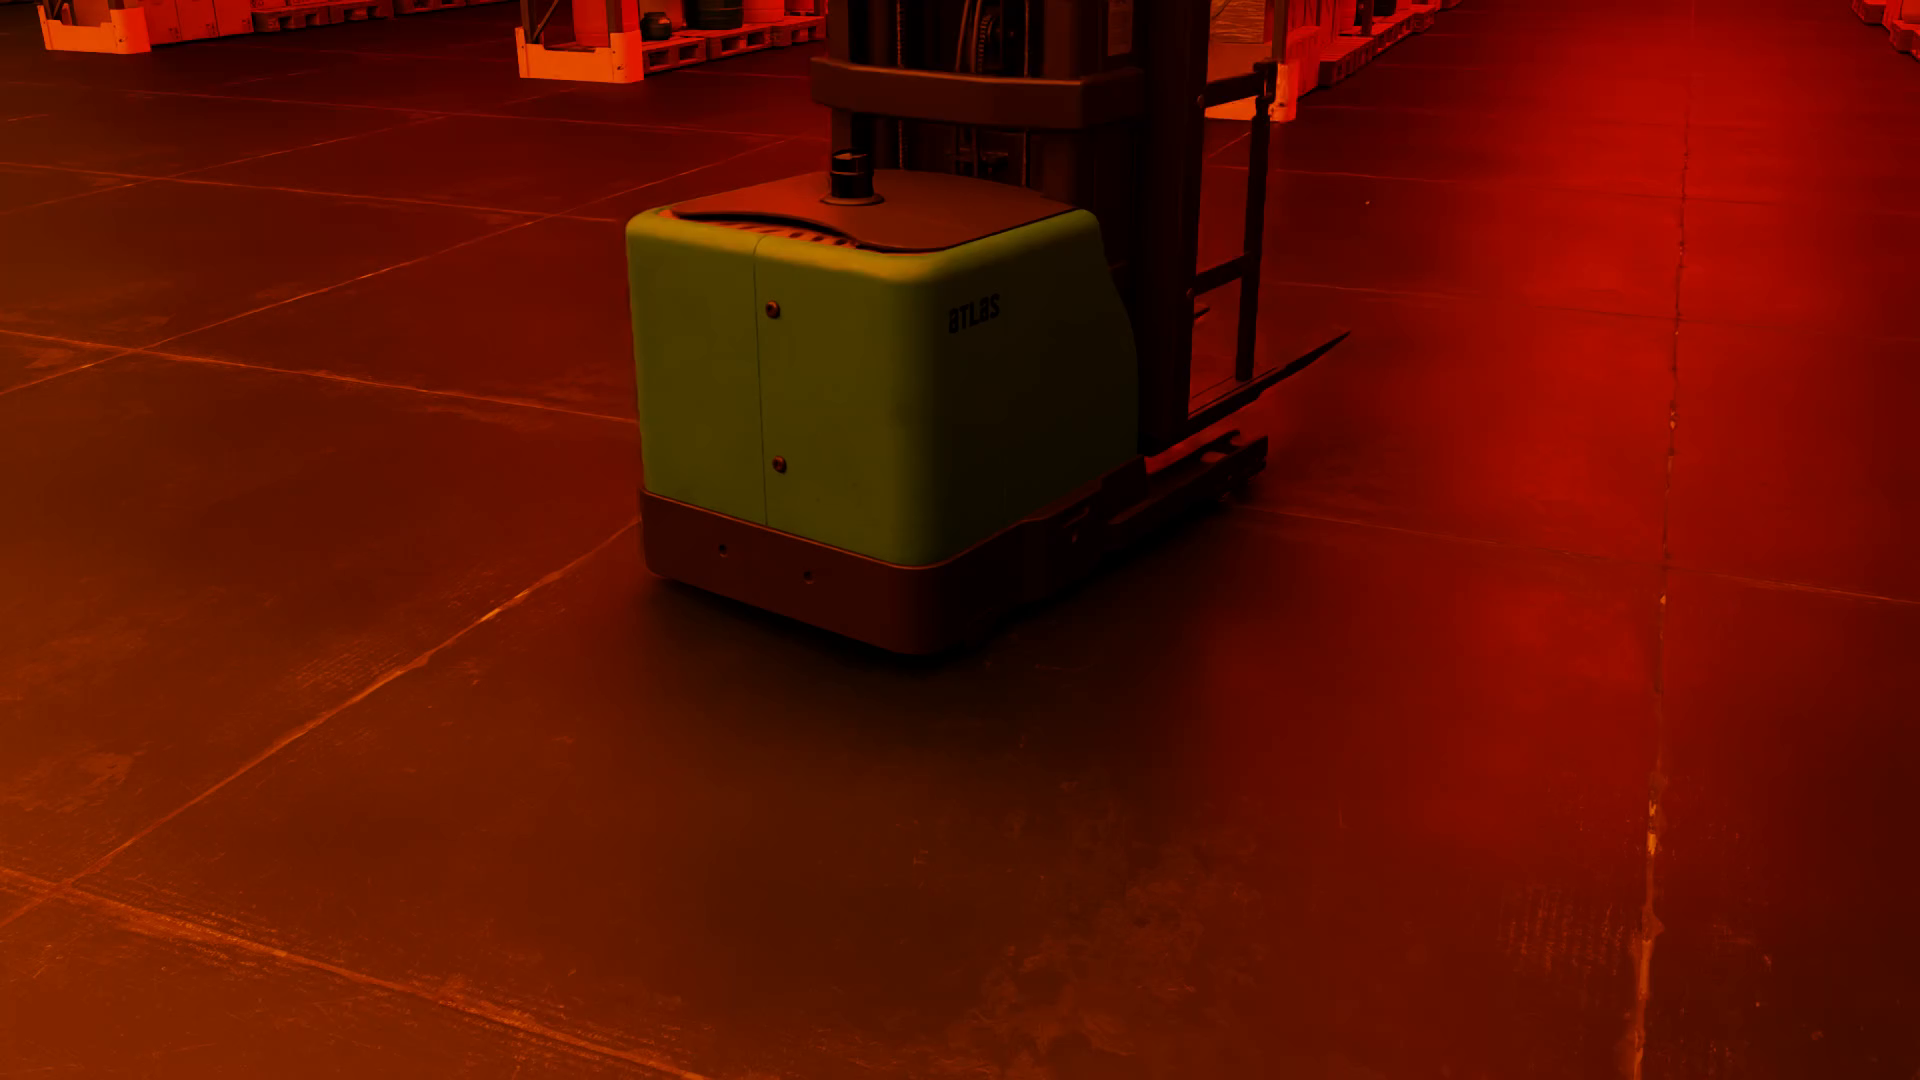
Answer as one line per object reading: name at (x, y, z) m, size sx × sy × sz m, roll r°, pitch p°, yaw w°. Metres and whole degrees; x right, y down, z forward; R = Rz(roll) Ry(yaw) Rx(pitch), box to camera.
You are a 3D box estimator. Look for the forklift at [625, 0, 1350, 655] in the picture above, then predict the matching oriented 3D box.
forklift at (0.367, -1.570, 5.050) m, size 1.130 × 2.935 × 3.031 m, roll 15°, pitch 27°, yaw 32°
